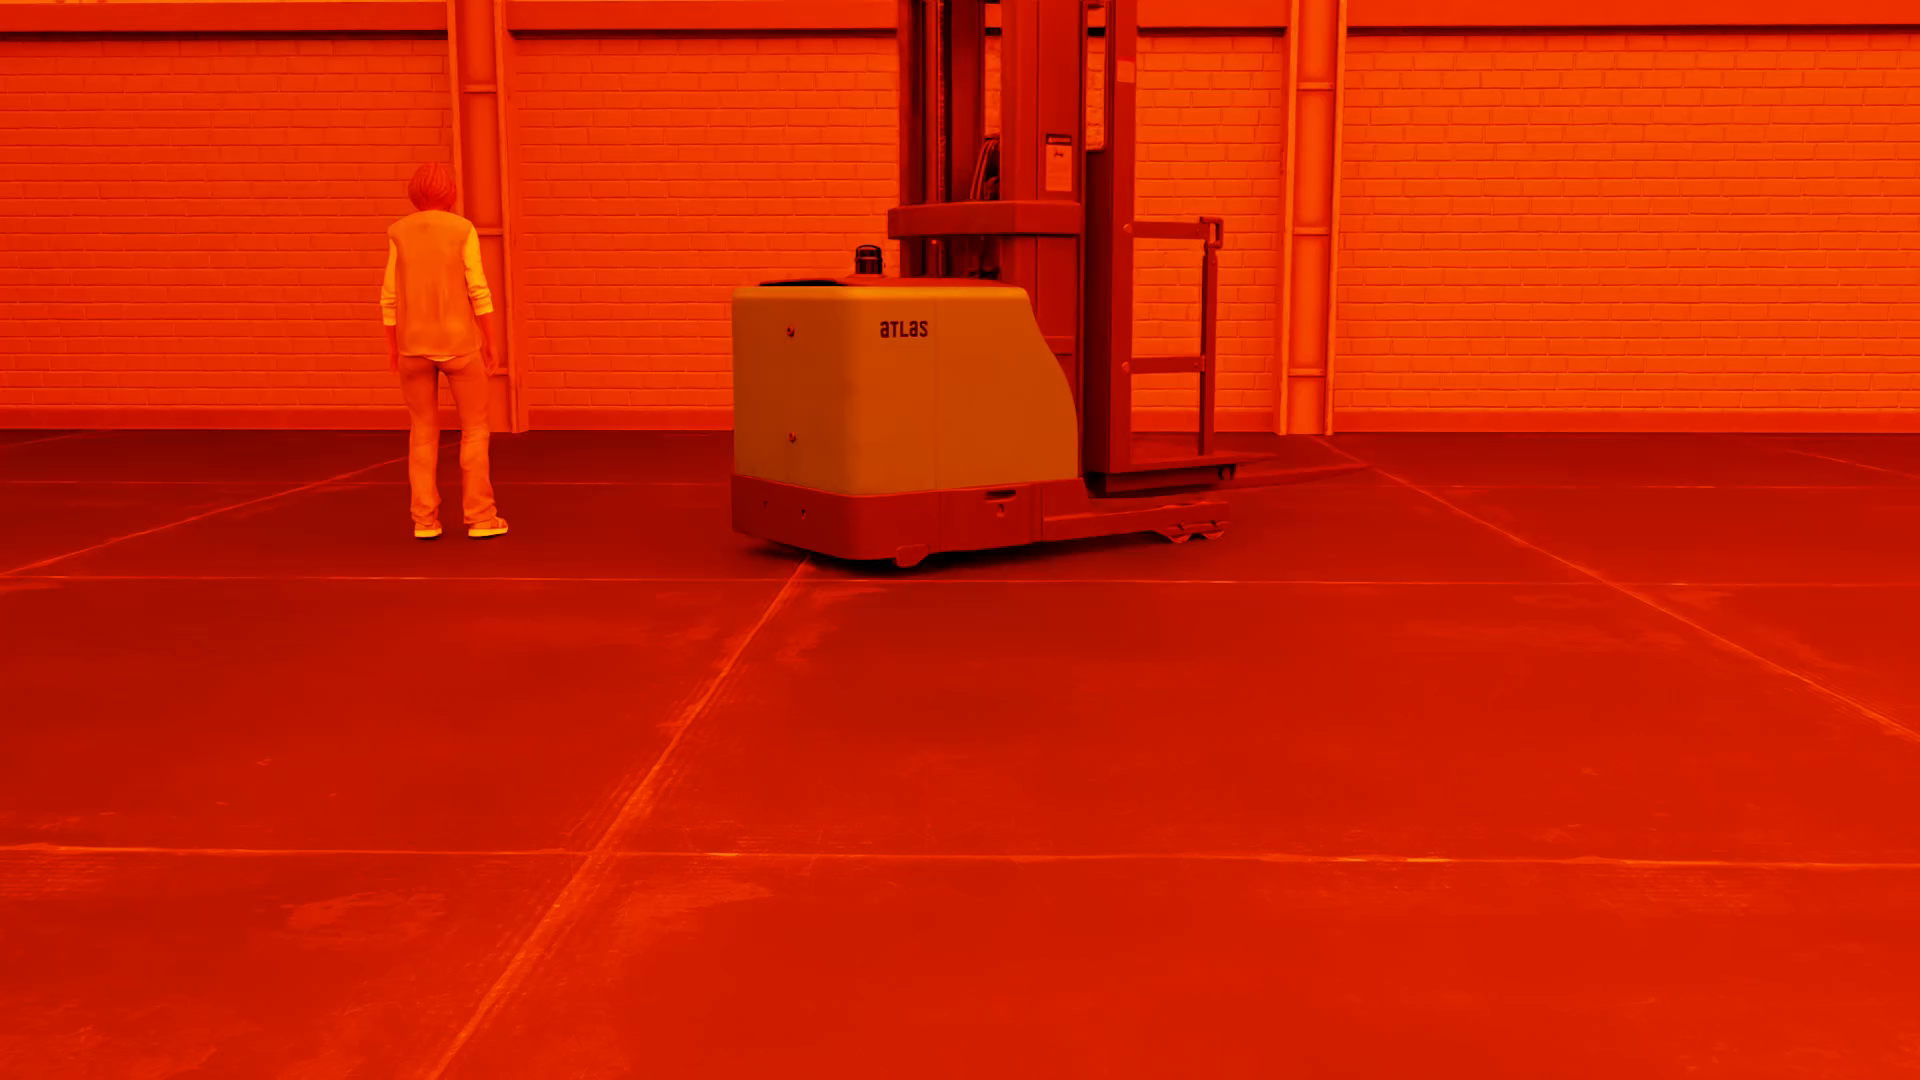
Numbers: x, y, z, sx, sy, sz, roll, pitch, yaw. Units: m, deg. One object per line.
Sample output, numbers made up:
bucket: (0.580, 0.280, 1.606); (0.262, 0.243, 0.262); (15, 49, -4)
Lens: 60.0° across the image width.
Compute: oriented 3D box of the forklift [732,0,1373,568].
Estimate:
forklift: (0.551, -1.493, 7.194); (3.031, 2.935, 1.130); (-6, 11, -35)

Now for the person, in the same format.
person: (-2.211, -0.798, 7.090); (0.474, 1.590, 0.348); (0, 9, 0)
